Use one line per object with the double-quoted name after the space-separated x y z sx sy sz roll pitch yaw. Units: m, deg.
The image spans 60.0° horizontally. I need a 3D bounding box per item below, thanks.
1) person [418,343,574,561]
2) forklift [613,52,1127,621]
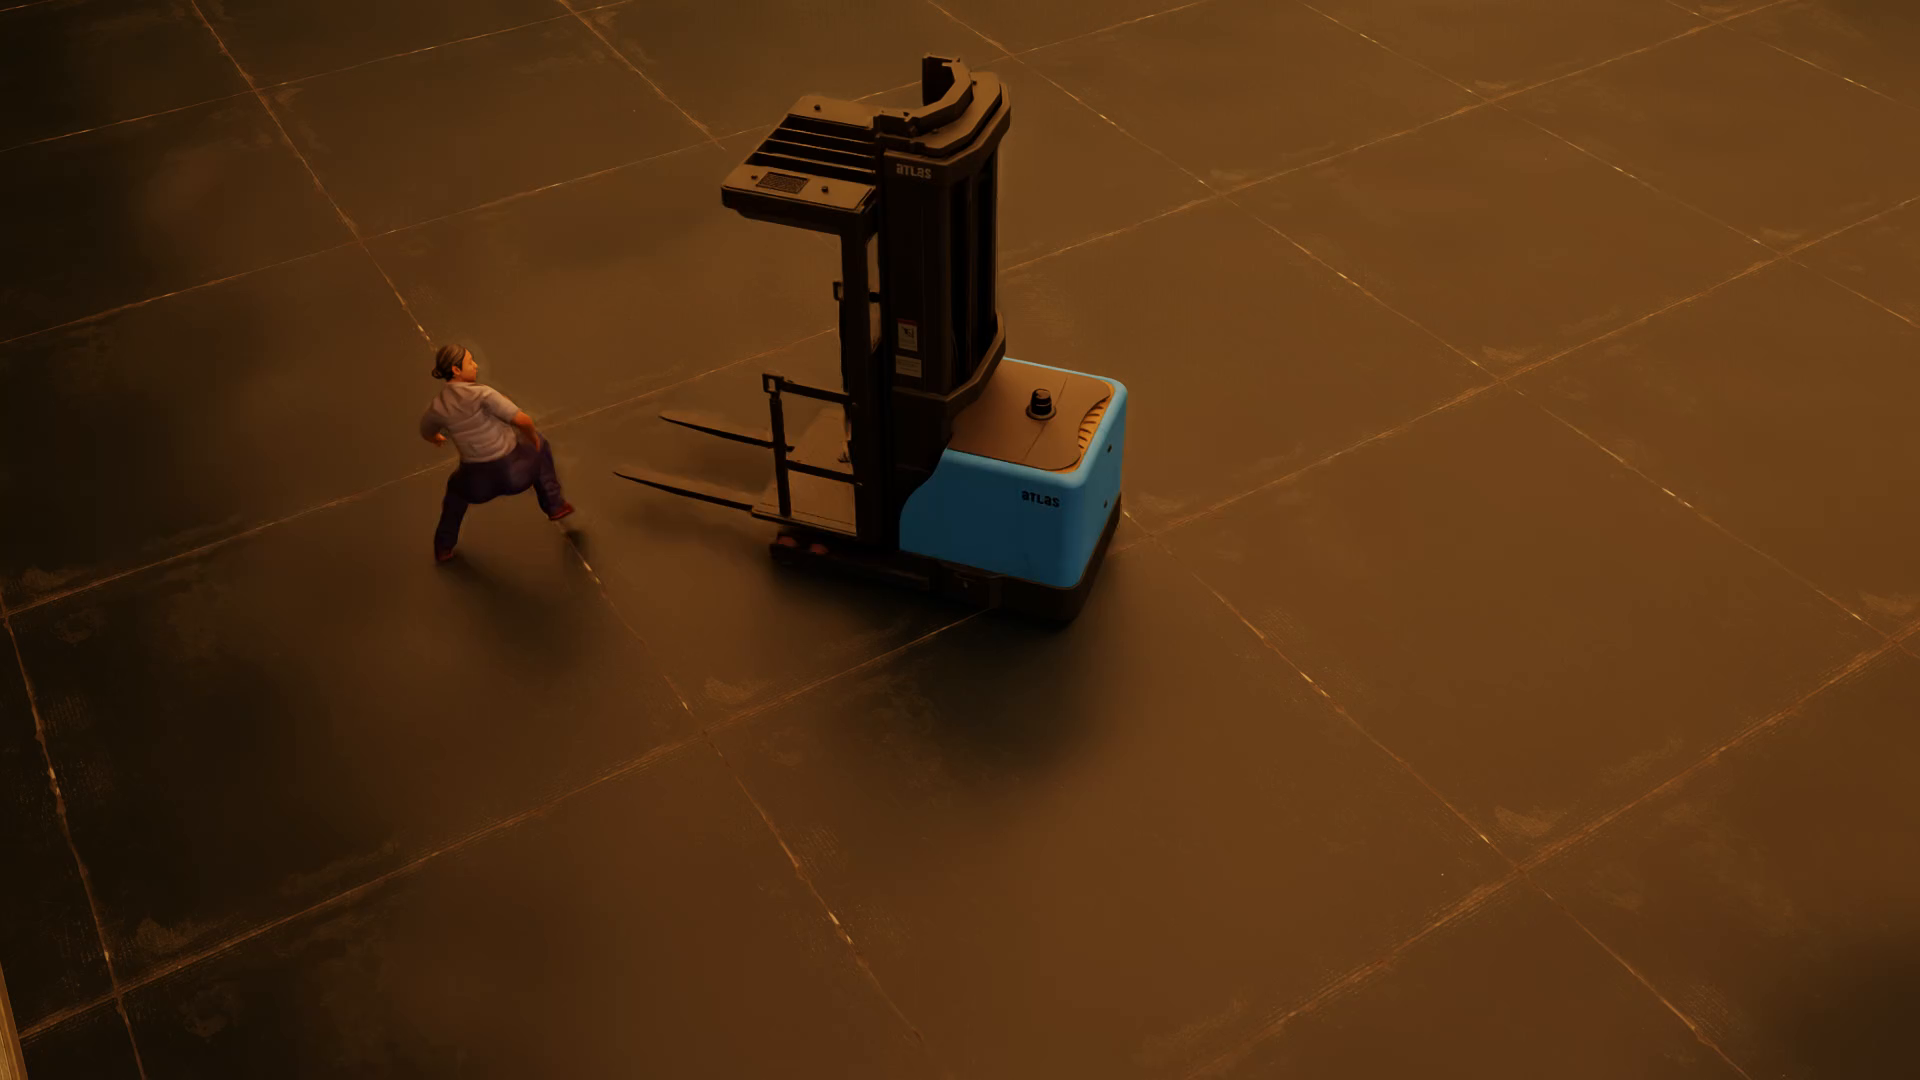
-2.766 -0.500 9.648 0.854 1.438 0.645 -3 41 -3 "person"
-0.604 -1.231 9.280 3.031 2.935 1.130 13 43 15 "forklift"
